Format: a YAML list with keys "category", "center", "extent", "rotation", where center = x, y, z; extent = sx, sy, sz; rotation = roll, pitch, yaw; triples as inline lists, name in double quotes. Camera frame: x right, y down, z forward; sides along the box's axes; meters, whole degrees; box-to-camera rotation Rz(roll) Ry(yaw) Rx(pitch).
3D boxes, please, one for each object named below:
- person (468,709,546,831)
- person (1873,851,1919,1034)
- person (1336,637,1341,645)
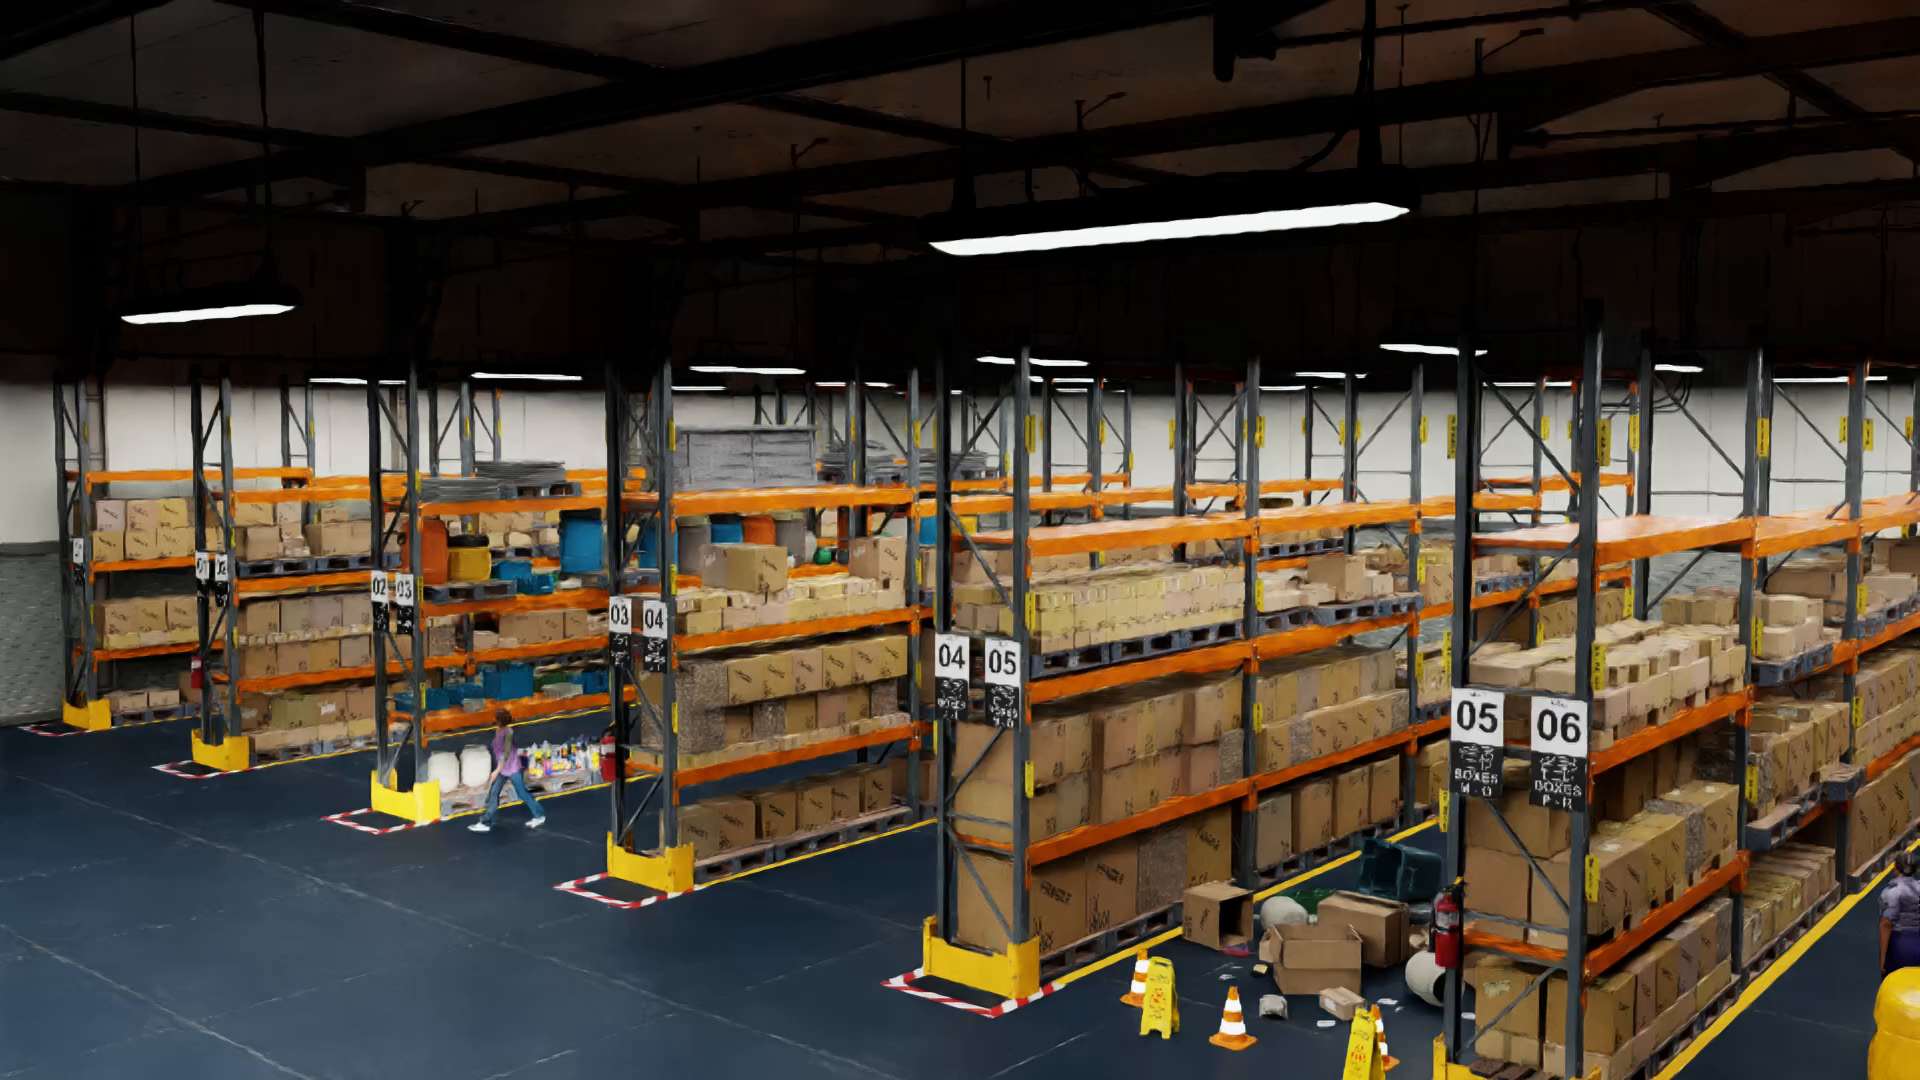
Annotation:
- category: "person"
  center: [-5.683, 2.878, 20.888]
  extent: [0.961, 1.533, 0.408]
  rotation: [-4, 5, -41]
- category: "person"
  center: [7.674, 3.353, 13.601]
  extent: [0.521, 1.652, 0.470]
  rotation: [-2, 4, -20]
- category: "person"
  center: [6.440, 2.349, 27.922]
  extent: [0.580, 1.619, 0.507]
  rotation: [3, 5, 38]
